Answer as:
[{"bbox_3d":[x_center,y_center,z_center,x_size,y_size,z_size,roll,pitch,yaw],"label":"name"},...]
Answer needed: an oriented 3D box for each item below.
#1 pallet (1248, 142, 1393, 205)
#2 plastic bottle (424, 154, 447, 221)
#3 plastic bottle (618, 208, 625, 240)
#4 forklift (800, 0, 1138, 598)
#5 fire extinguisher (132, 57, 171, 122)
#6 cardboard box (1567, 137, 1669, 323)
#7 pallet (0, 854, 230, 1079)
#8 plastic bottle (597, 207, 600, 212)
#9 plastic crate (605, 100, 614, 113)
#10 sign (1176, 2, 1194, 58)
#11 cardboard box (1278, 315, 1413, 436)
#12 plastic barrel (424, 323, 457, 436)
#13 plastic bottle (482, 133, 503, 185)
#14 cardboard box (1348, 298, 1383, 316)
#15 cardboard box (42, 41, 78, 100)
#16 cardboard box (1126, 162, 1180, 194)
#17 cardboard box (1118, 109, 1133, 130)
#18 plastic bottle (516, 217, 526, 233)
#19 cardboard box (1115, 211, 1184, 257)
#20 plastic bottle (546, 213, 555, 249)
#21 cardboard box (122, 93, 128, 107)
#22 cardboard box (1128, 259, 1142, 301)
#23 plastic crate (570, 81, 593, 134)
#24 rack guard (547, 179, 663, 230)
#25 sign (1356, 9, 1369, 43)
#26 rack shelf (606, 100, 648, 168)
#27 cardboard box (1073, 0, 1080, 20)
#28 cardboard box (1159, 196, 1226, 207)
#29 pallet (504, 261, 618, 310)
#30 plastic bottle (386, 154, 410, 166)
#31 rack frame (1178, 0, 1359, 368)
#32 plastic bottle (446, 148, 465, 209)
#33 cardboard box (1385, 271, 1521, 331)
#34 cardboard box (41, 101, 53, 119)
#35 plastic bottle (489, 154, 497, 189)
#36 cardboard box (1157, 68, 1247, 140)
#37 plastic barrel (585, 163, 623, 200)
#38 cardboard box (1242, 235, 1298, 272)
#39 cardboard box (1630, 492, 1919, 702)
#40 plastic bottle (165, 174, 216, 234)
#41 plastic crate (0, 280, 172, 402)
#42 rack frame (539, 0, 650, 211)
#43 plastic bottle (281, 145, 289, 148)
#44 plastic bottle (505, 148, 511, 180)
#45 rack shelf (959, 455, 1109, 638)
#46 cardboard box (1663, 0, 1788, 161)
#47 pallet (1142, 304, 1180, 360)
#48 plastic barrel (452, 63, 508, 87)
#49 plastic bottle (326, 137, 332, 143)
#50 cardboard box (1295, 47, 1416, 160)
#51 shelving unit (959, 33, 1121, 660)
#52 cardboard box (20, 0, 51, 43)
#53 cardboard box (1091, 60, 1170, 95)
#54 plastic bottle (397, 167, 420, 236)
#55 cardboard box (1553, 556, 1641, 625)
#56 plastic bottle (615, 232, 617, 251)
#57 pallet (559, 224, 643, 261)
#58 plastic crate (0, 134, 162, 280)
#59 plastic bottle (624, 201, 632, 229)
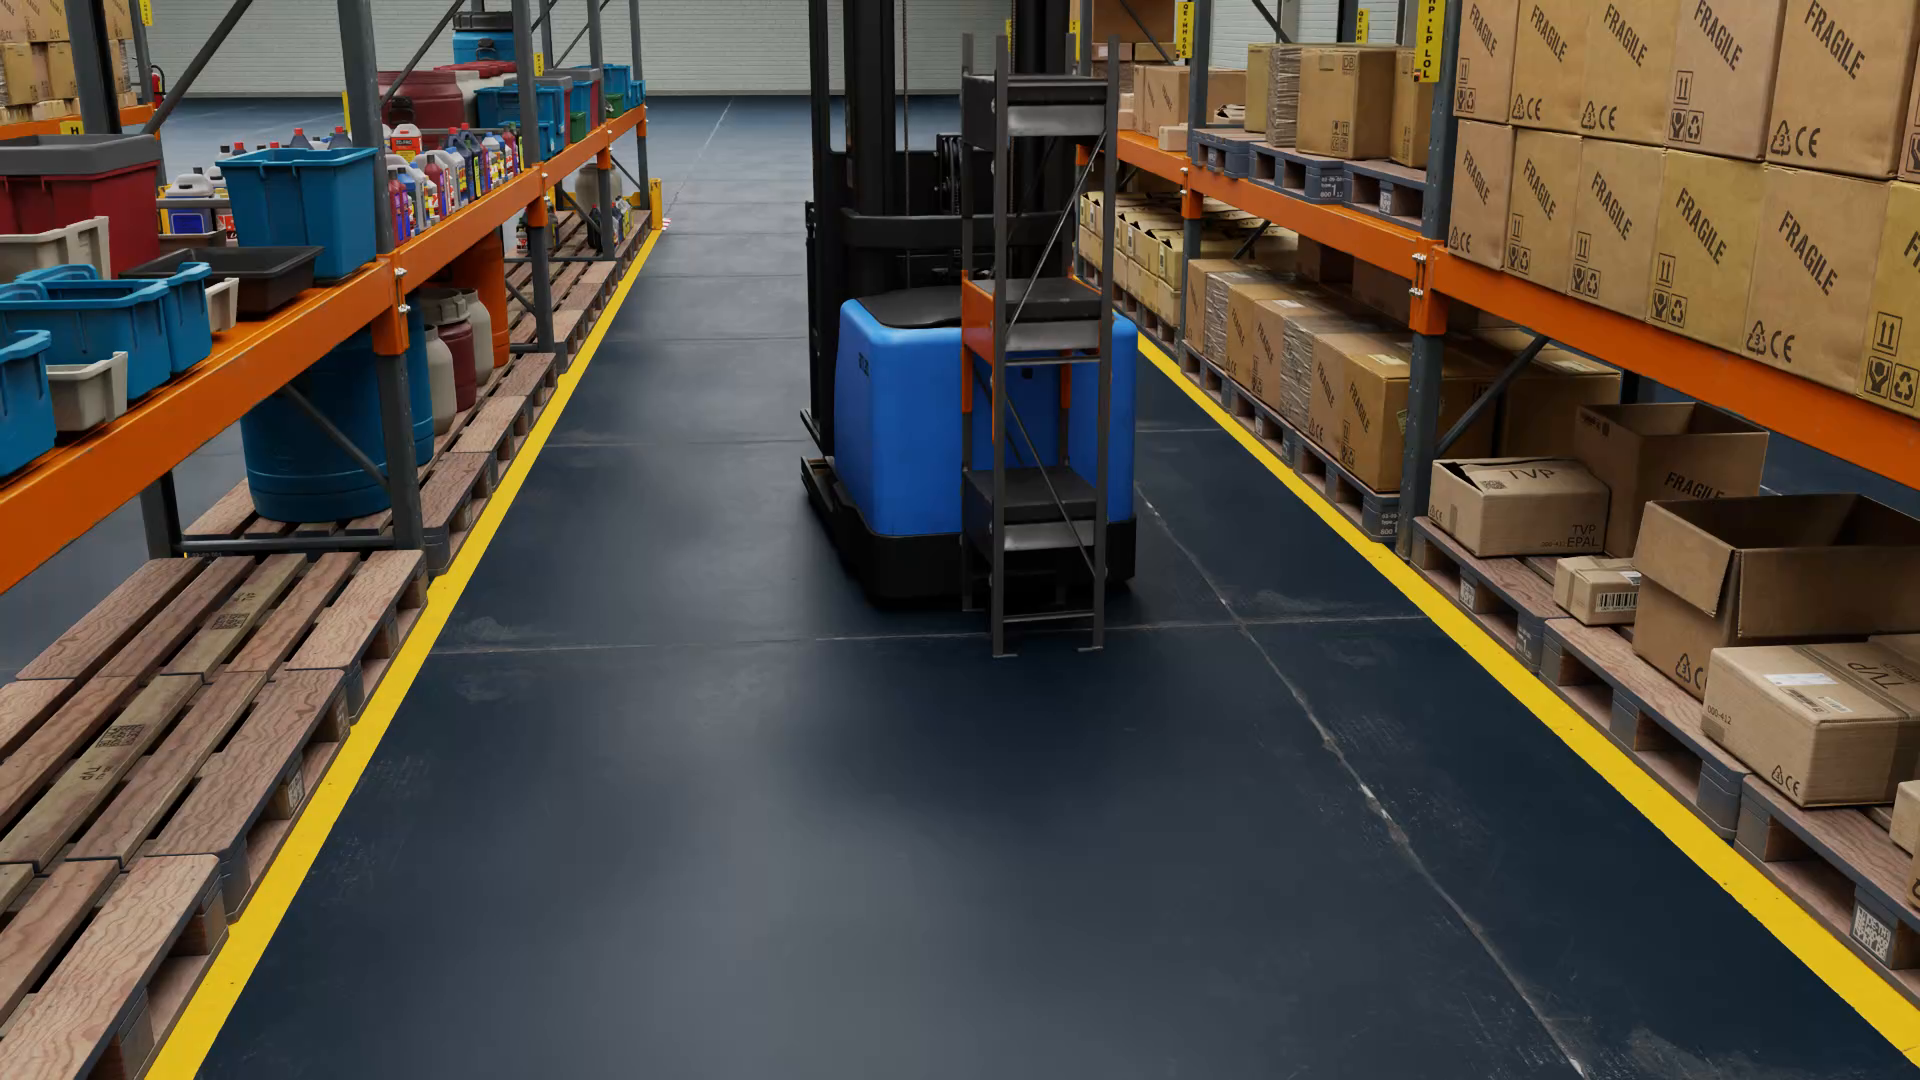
[{"bbox_3d":[2.122,-1.890,8.509,1.003,0.211,1.213,-2,18,-6],"label":"pallet"},{"bbox_3d":[-2.303,-1.548,7.296,0.061,0.283,0.133,-2,18,-6],"label":"plastic bottle"},{"bbox_3d":[-3.088,-2.874,15.125,0.061,0.283,0.133,-1,17,-3],"label":"plastic bottle"},{"bbox_3d":[-0.136,-1.582,7.324,1.130,2.935,3.031,-4,18,-12],"label":"forklift"},{"bbox_3d":[-8.315,-4.651,17.112,0.296,0.674,0.183,-2,18,-6],"label":"fire extinguisher"},{"bbox_3d":[2.217,-0.955,5.044,0.500,0.500,0.500,-2,18,-6],"label":"cardboard box"},{"bbox_3d":[-2.231,1.058,3.454,1.003,0.211,1.213,-2,18,-6],"label":"pallet"},{"bbox_3d":[-3.301,-2.935,15.331,0.152,0.276,0.135,-2,18,-6],"label":"plastic bottle"},{"bbox_3d":[-3.350,-3.731,14.156,0.767,0.338,0.504,-2,18,-6],"label":"plastic crate"},{"bbox_3d":[1.365,-3.095,10.094,0.100,0.325,0.005,-2,18,-6],"label":"sign"},{"bbox_3d":[1.900,-0.821,8.224,0.500,0.500,0.500,-2,17,-5],"label":"cardboard box"},{"bbox_3d":[-2.679,-0.775,8.090,0.421,0.512,0.421,0,17,0],"label":"plastic barrel"},{"bbox_3d":[-2.486,-2.020,8.819,0.097,0.271,0.097,0,17,0],"label":"plastic bottle"},{"bbox_3d":[2.360,-0.996,8.781,0.500,0.500,0.500,-2,18,-8],"label":"cardboard box"},{"bbox_3d":[-8.513,-4.219,14.945,0.875,0.500,0.500,-2,18,-6],"label":"cardboard box"},{"bbox_3d":[1.768,-3.147,14.829,0.500,0.500,0.500,-2,18,-6],"label":"cardboard box"},{"bbox_3d":[1.393,-3.362,13.298,0.380,0.149,0.250,-2,18,-6],"label":"cardboard box"},{"bbox_3d":[-3.800,-2.648,14.403,0.061,0.283,0.133,-1,17,-3],"label":"plastic bottle"},{"bbox_3d":[1.459,-2.320,12.511,0.500,0.311,0.500,-1,17,-4],"label":"cardboard box"},{"bbox_3d":[-3.632,-2.734,14.566,0.144,0.351,0.185,-2,18,-6],"label":"plastic bottle"},{"bbox_3d":[-8.502,-4.366,16.496,0.380,0.149,0.250,-2,18,-6],"label":"cardboard box"},{"bbox_3d":[1.515,-1.902,12.116,0.500,0.250,0.500,-1,17,-4],"label":"cardboard box"},{"bbox_3d":[-3.000,-3.274,12.624,0.392,0.384,0.575,-2,18,-6],"label":"plastic crate"},{"bbox_3d":[-3.781,-3.578,17.741,1.175,0.500,0.348,-2,18,-6],"label":"rack guard"},{"bbox_3d":[2.456,-3.095,10.226,0.100,0.325,0.005,-2,18,-6],"label":"sign"},{"bbox_3d":[-3.629,-3.853,15.643,1.077,0.370,4.000,-2,18,-6],"label":"rack shelf"},{"bbox_3d":[1.399,-4.702,14.812,0.700,0.500,0.500,-2,18,-6],"label":"cardboard box"},{"bbox_3d":[1.891,-2.642,13.537,0.500,0.311,0.500,-1,17,-4],"label":"cardboard box"},{"bbox_3d":[-3.303,-2.037,13.314,1.003,0.211,1.213,-2,18,-6],"label":"pallet"},{"bbox_3d":[-2.513,-1.579,7.405,0.152,0.276,0.135,-2,18,-6],"label":"plastic bottle"},{"bbox_3d":[1.917,-2.561,10.326,1.000,3.000,0.127,-2,18,-6],"label":"rack frame"},{"bbox_3d":[-2.371,-1.686,7.753,0.097,0.271,0.097,0,17,0],"label":"plastic bottle"},{"bbox_3d":[2.419,-1.194,8.158,0.500,0.250,0.500,-2,18,-6],"label":"cardboard box"},{"bbox_3d":[-8.226,-3.773,14.605,0.380,0.149,0.250,-2,18,-6],"label":"cardboard box"},{"bbox_3d":[-2.466,-1.929,8.645,0.097,0.201,0.097,0,17,0],"label":"plastic bottle"},{"bbox_3d":[1.728,-3.108,11.901,0.500,0.500,0.500,-3,18,-9],"label":"cardboard box"},{"bbox_3d":[-3.691,-3.612,17.126,0.421,0.512,0.421,0,17,0],"label":"plastic barrel"},{"bbox_3d":[2.155,-1.882,11.116,0.500,0.311,0.500,-1,17,-4],"label":"cardboard box"},{"bbox_3d":[2.529,0.172,5.055,0.797,0.503,0.637,-2,18,-6],"label":"cardboard box"},{"bbox_3d":[-2.960,-1.265,6.407,0.152,0.276,0.135,-2,18,-6],"label":"plastic bottle"},{"bbox_3d":[-2.019,-0.450,3.782,0.416,0.233,0.300,-2,18,-6],"label":"plastic crate"},{"bbox_3d":[-3.835,-4.792,17.434,1.000,3.000,0.127,-2,18,-6],"label":"rack frame"},{"bbox_3d":[-3.157,-1.705,7.794,0.061,0.283,0.133,-2,18,-6],"label":"plastic bottle"},{"bbox_3d":[-2.516,-2.074,9.107,0.097,0.201,0.097,0,17,0],"label":"plastic bottle"},{"bbox_3d":[0.258,0.014,6.011,0.431,0.518,0.480,-4,18,-12],"label":"rack shelf"},{"bbox_3d":[2.259,-1.284,4.423,0.500,0.500,0.500,-1,17,-4],"label":"cardboard box"},{"bbox_3d":[1.871,-1.477,11.528,1.003,0.211,1.213,-2,18,-6],"label":"pallet"},{"bbox_3d":[-3.466,-3.155,11.992,0.433,0.535,0.433,0,17,0],"label":"plastic barrel"},{"bbox_3d":[-3.217,-1.927,8.521,0.097,0.271,0.097,0,17,0],"label":"plastic bottle"},{"bbox_3d":[2.086,-2.141,8.122,0.700,0.500,0.500,-6,19,-20],"label":"cardboard box"},{"bbox_3d":[0.258,-0.667,5.797,0.431,2.100,0.503,-4,18,-12],"label":"shelving unit"},{"bbox_3d":[-8.247,-4.554,14.342,0.500,0.500,0.500,-2,18,-6],"label":"cardboard box"},{"bbox_3d":[1.453,-3.932,14.527,0.700,0.500,0.500,-2,18,-7],"label":"cardboard box"},{"bbox_3d":[-2.265,-1.381,6.782,0.097,0.271,0.097,0,17,0],"label":"plastic bottle"},{"bbox_3d":[2.257,0.162,5.649,0.380,0.166,0.250,-2,18,-6],"label":"cardboard box"},{"bbox_3d":[-3.030,-2.614,14.433,0.097,0.201,0.097,0,17,0],"label":"plastic bottle"},{"bbox_3d":[-3.580,-2.836,15.857,1.003,0.211,1.213,-2,18,-6],"label":"pallet"},{"bbox_3d":[-2.755,-1.002,5.155,0.402,0.464,0.583,-2,18,-6],"label":"plastic crate"},{"bbox_3d":[-3.211,-3.093,15.834,0.152,0.276,0.135,-2,18,-5],"label":"plastic bottle"}]
